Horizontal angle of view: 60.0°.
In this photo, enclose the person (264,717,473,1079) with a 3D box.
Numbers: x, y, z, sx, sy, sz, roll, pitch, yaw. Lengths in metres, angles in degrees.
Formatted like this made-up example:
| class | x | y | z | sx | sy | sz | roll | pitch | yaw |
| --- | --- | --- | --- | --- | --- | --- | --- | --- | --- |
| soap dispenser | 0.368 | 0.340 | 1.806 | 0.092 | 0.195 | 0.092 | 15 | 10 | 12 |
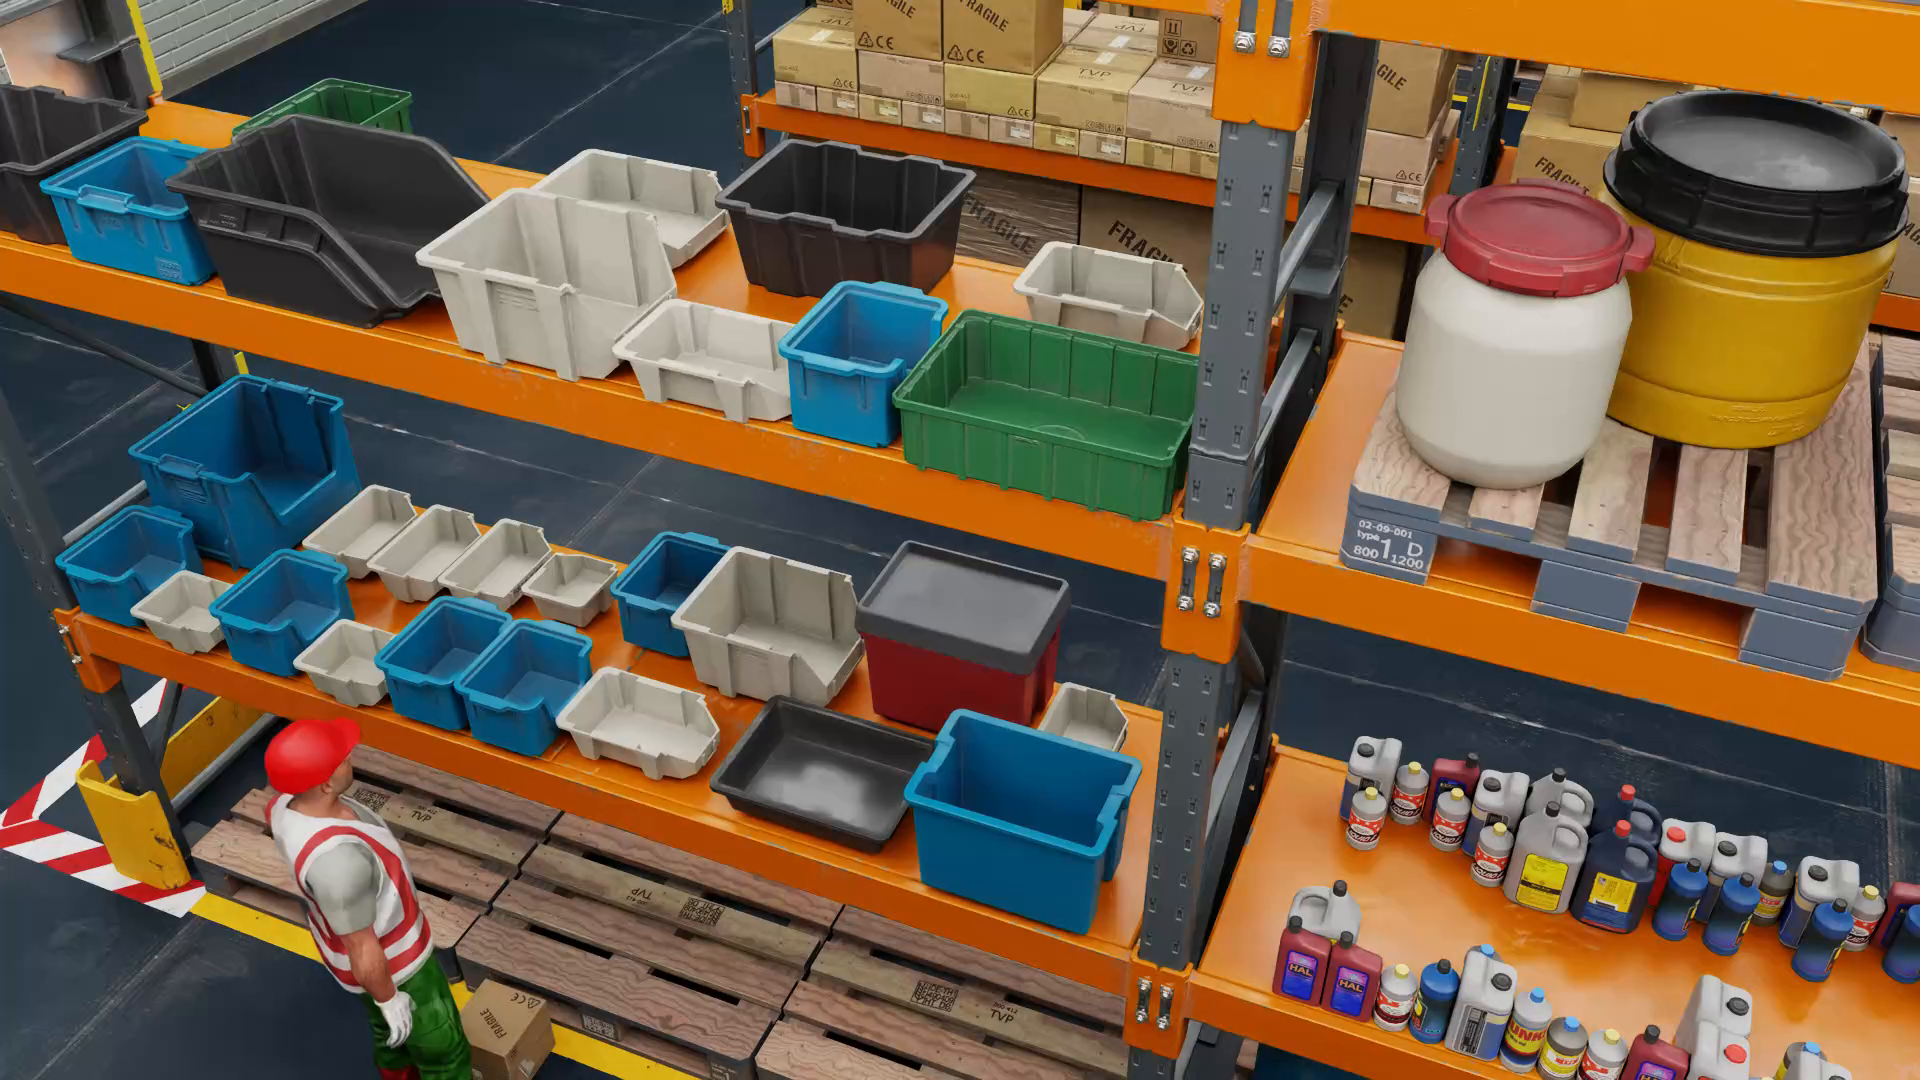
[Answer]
| class | x | y | z | sx | sy | sz | roll | pitch | yaw |
| --- | --- | --- | --- | --- | --- | --- | --- | --- | --- |
| person | -1.709 | 1.282 | 5.088 | 0.420 | 1.806 | 0.725 | -24 | 43 | -28 |
